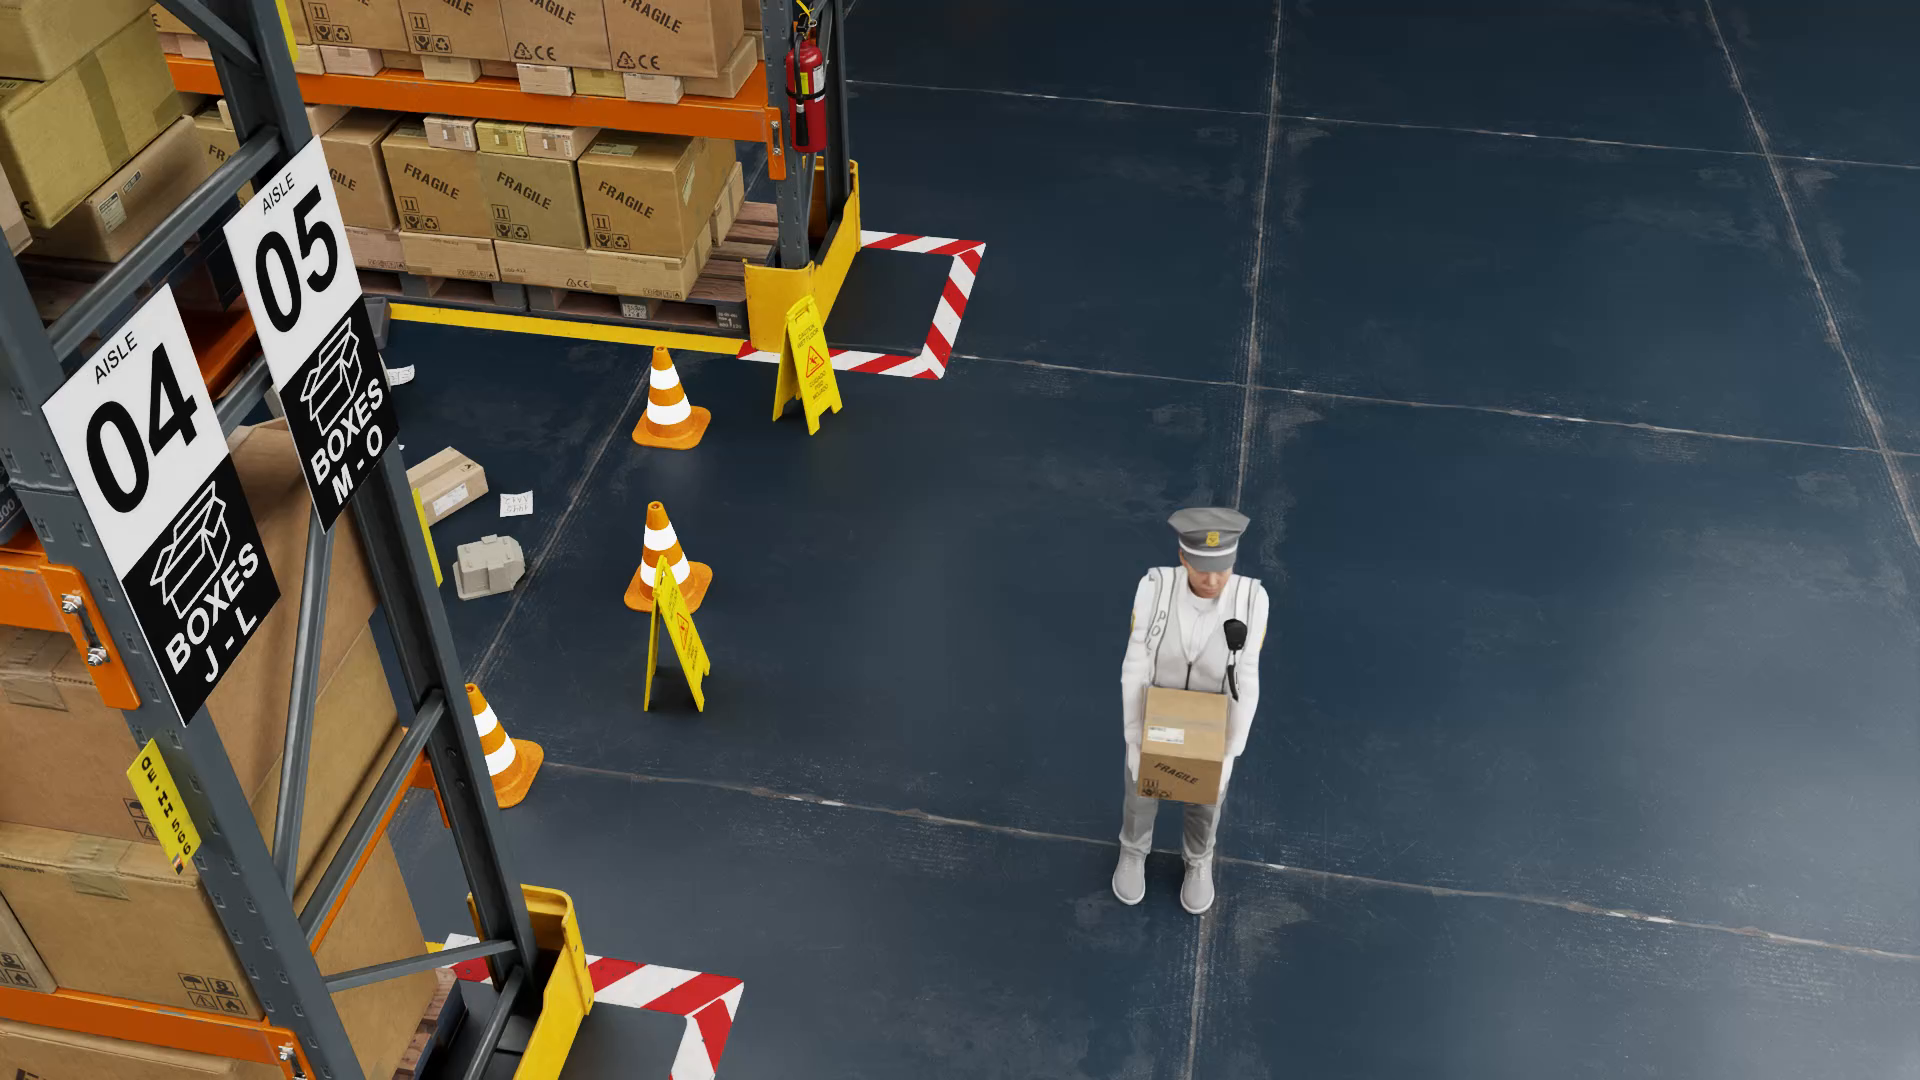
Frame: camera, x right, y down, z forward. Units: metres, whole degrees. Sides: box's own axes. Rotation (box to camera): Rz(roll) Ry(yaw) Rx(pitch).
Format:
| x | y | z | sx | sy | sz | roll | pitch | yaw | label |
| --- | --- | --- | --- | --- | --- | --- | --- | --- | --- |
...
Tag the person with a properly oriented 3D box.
| x | y | z | sx | sy | sz | roll | pitch | yaw | label |
| --- | --- | --- | --- | --- | --- | --- | --- | --- | --- |
| 0.728 | 0.627 | 5.416 | 0.434 | 1.691 | 0.515 | 6 | 41 | 7 | person |
